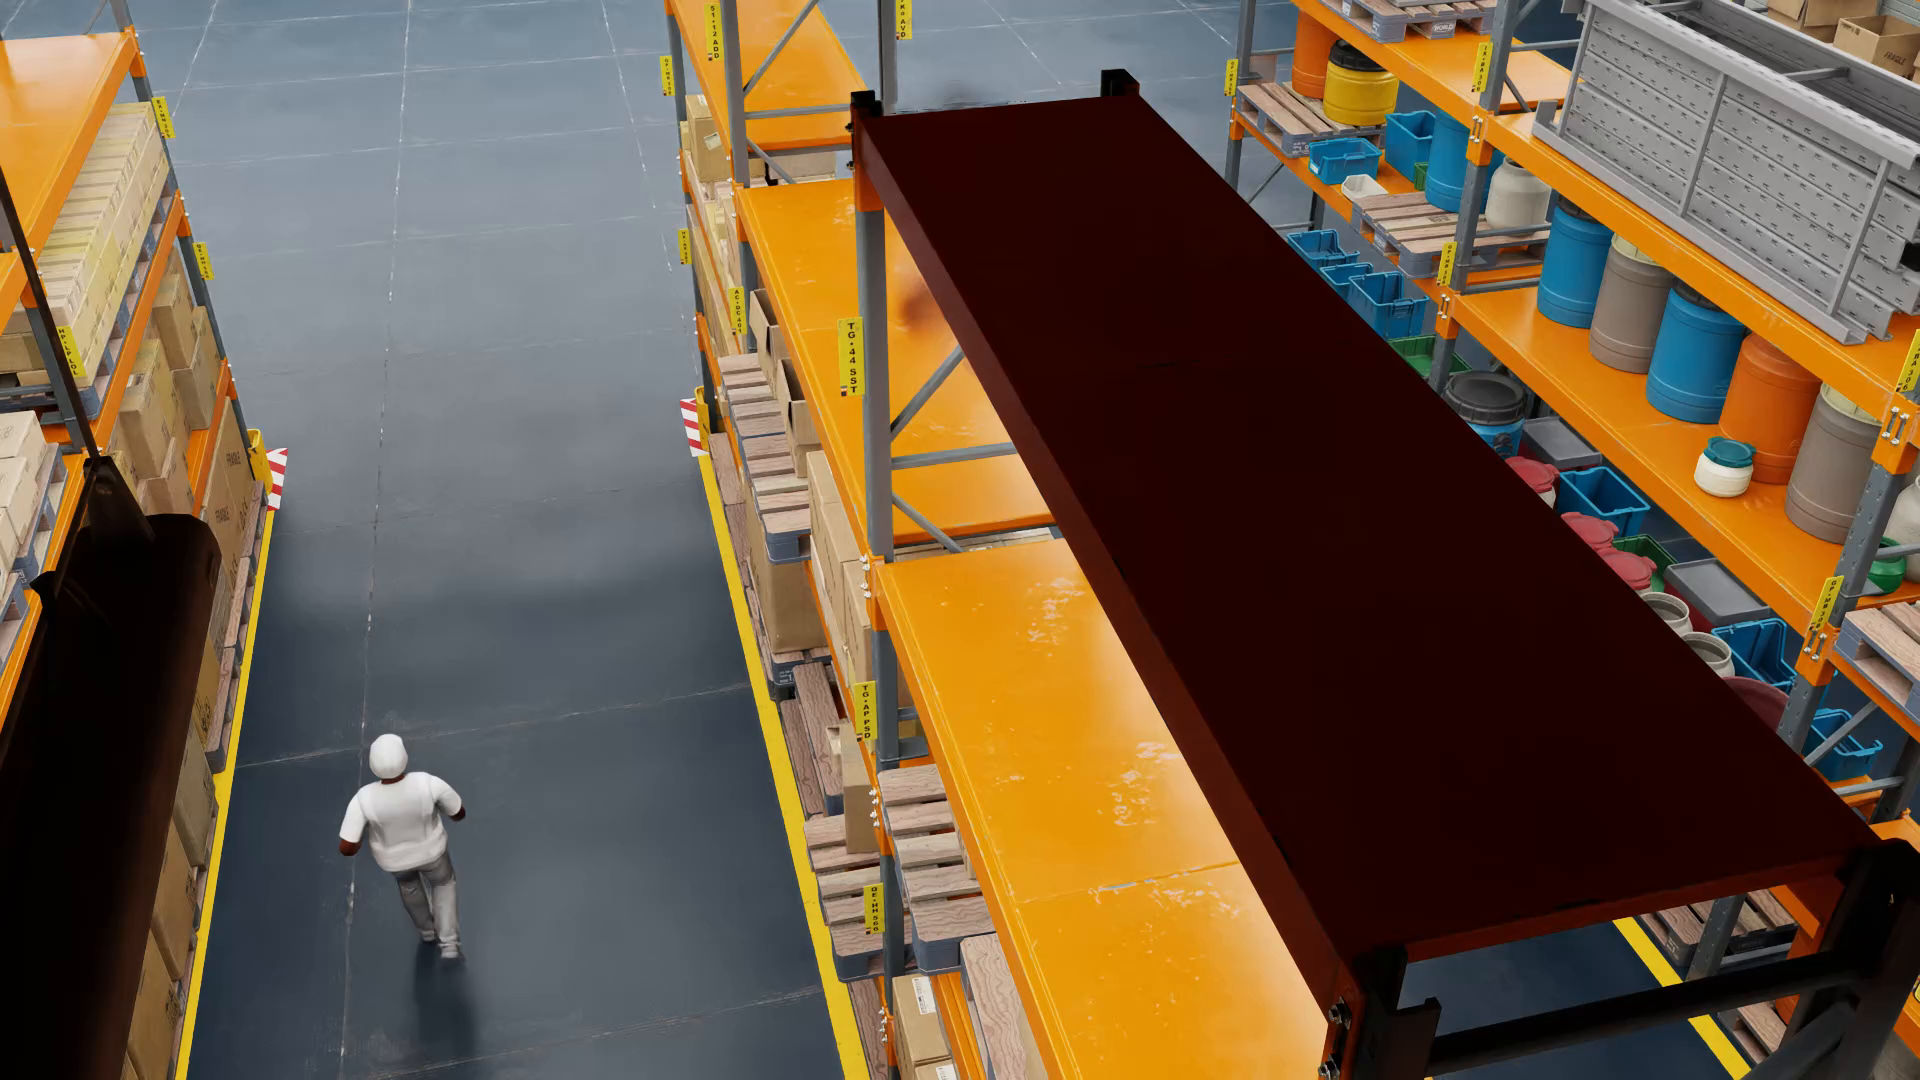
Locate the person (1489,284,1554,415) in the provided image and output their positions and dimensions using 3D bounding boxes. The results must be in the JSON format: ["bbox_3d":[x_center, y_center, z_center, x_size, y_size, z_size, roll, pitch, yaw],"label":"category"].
[{"bbox_3d":[5.213,-1.853,15.245,0.712,1.745,0.835,-26,42,-32],"label":"person"}]

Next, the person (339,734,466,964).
[{"bbox_3d":[-3.260,1.850,9.868,0.714,1.733,0.791,-12,36,-16],"label":"person"}]
